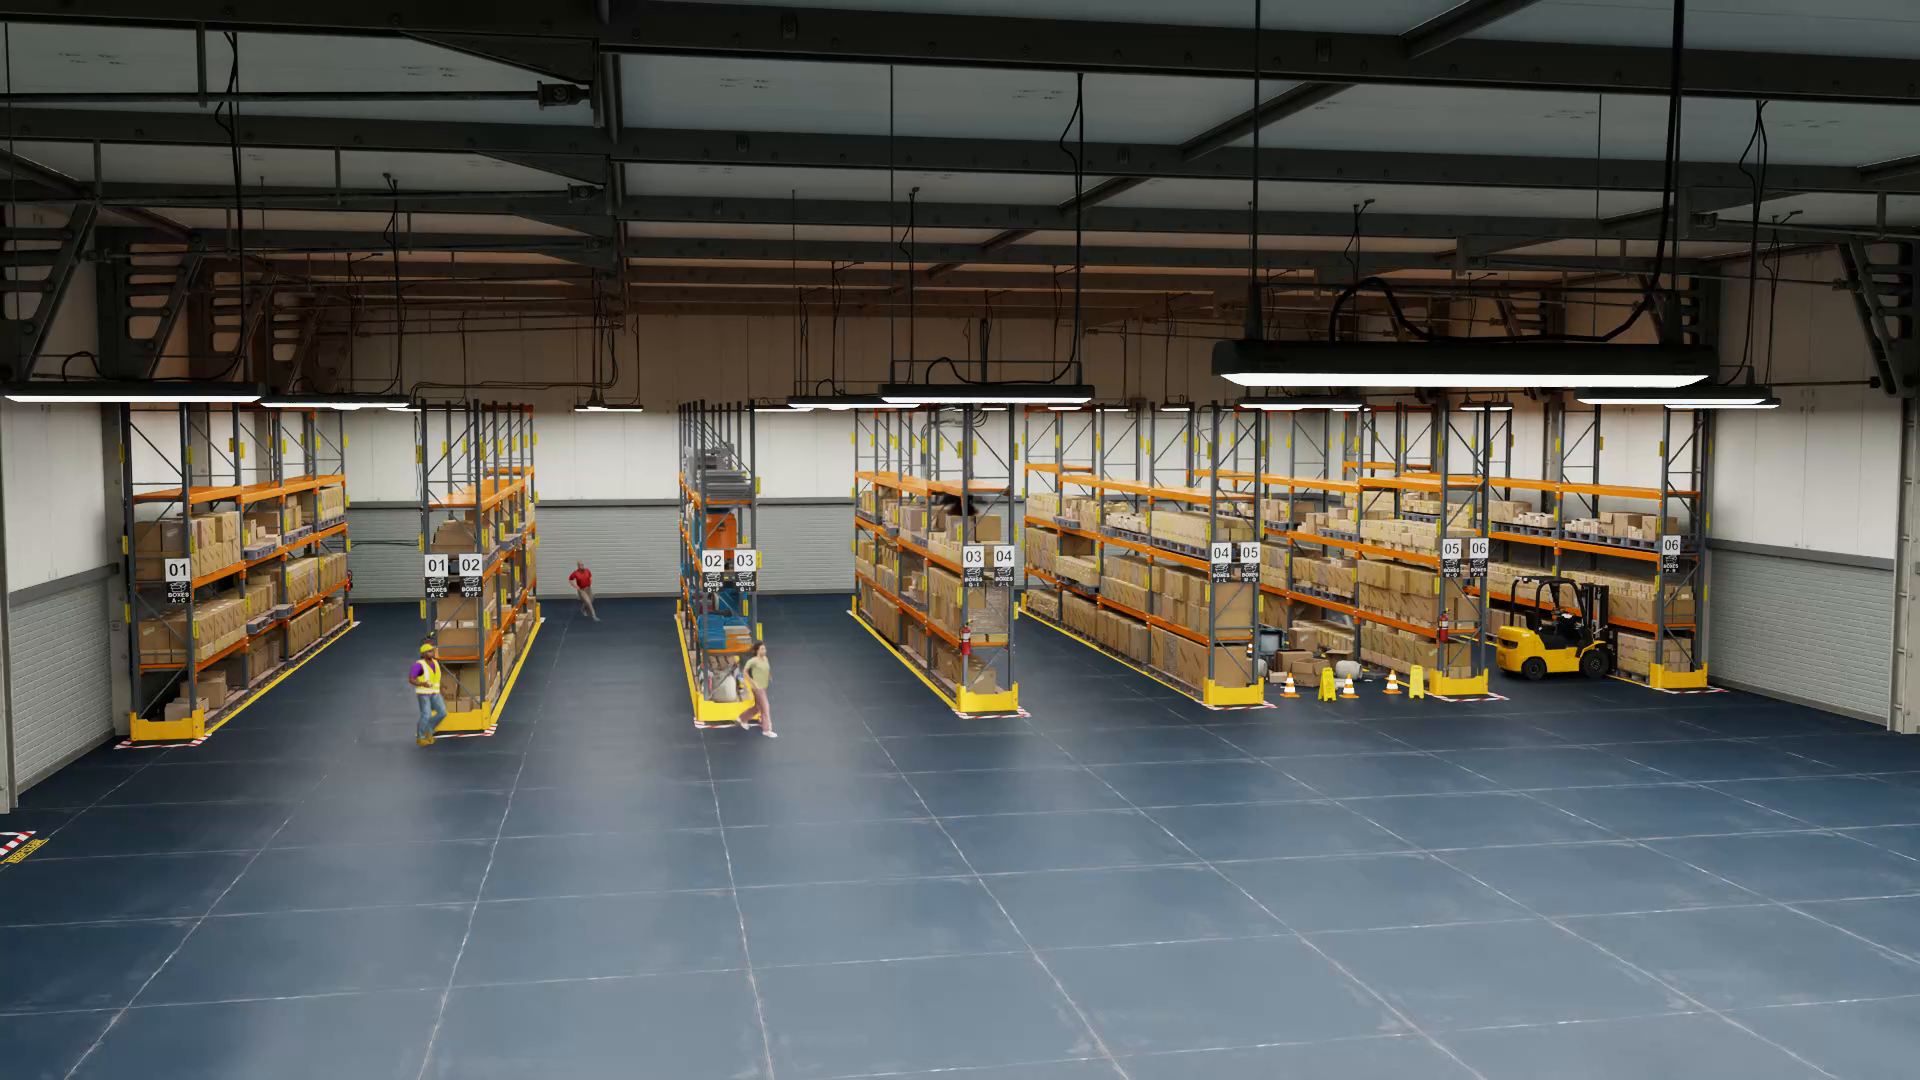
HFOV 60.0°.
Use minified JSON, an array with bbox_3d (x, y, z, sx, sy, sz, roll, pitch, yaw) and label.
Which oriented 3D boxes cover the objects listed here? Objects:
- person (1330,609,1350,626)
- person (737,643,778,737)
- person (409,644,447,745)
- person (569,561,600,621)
[{"bbox_3d":[9.851,1.634,43.085,0.594,1.697,0.902,-1,4,-16],"label":"person"},{"bbox_3d":[-3.606,2.639,29.568,0.889,1.667,0.577,2,5,28],"label":"person"},{"bbox_3d":[-9.183,2.672,28.811,0.568,1.742,0.715,3,5,34],"label":"person"},{"bbox_3d":[-10.497,1.419,46.186,0.893,1.683,0.703,4,6,44],"label":"person"}]
